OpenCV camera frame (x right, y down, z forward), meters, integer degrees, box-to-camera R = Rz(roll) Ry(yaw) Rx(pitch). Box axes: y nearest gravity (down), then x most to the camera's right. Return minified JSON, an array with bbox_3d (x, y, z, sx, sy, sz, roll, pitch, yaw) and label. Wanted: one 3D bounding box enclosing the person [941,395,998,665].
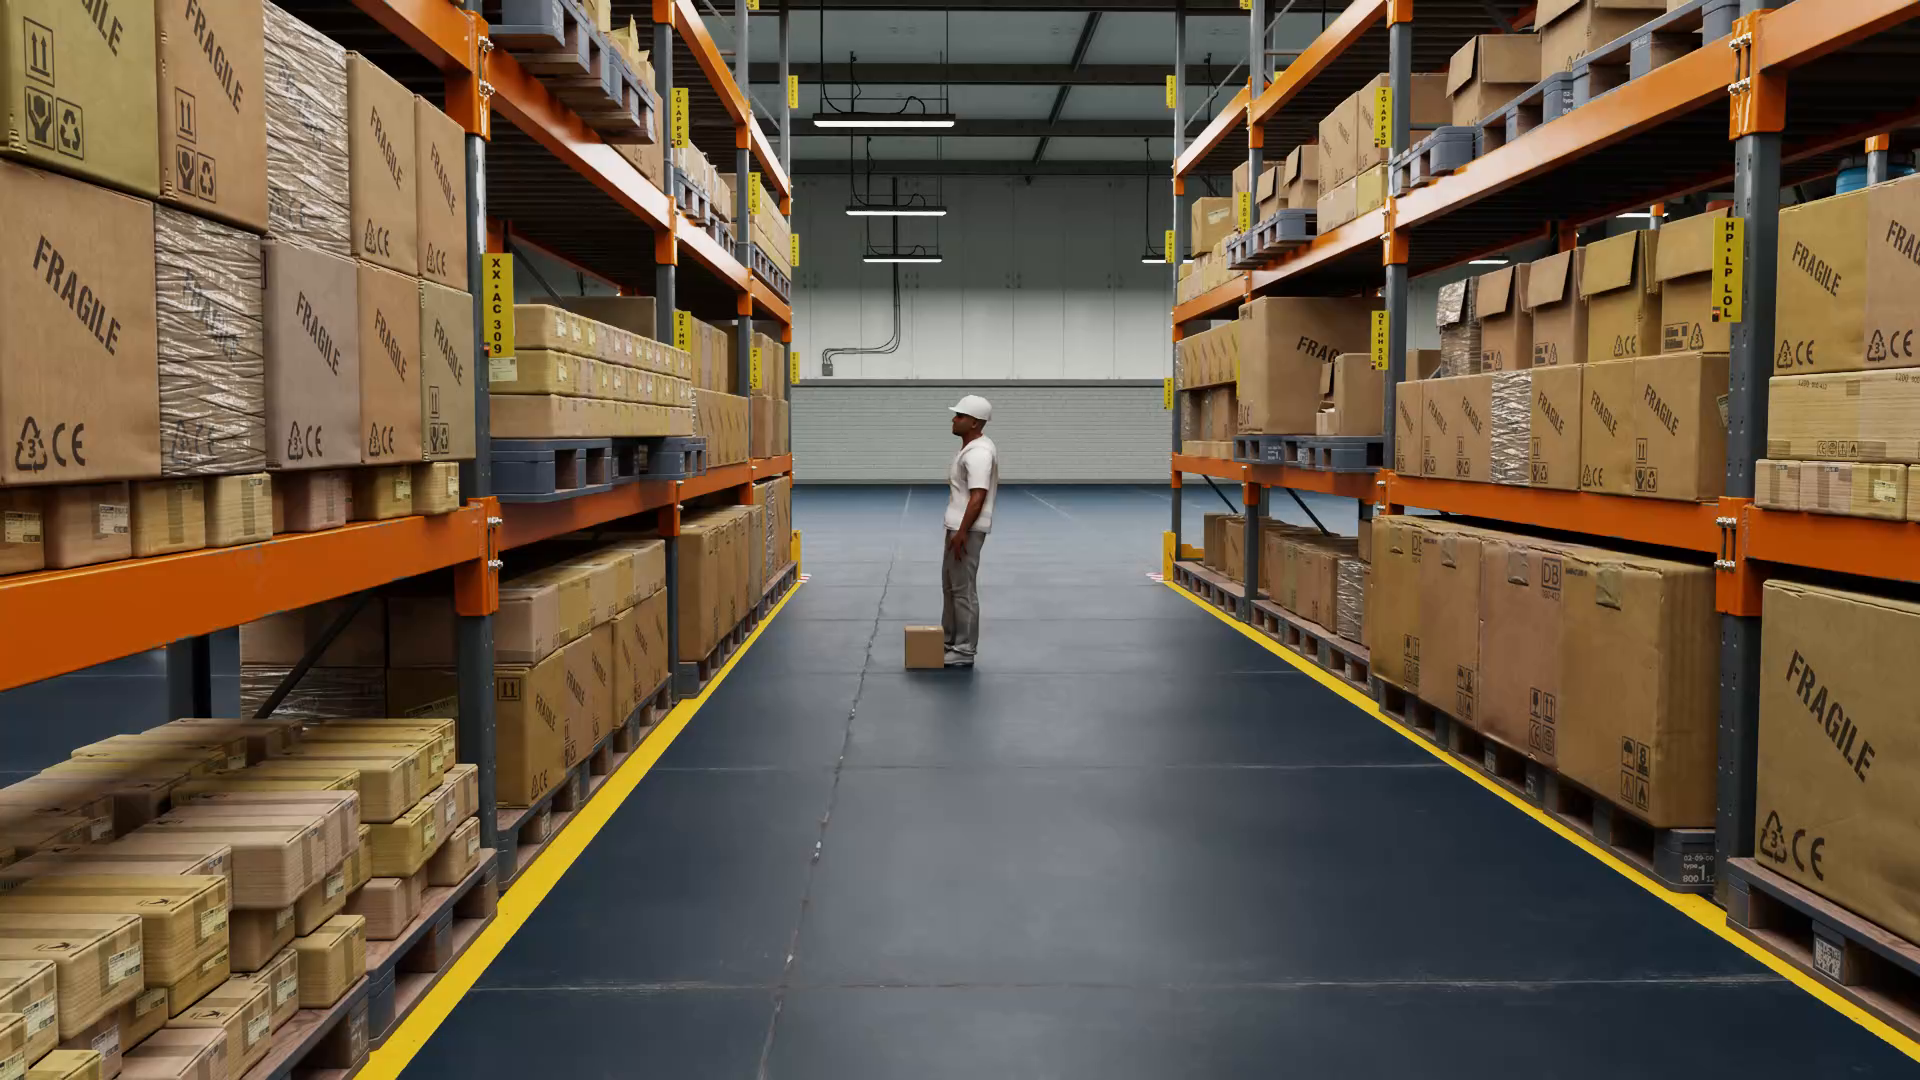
[{"bbox_3d":[-0.035,-0.064,10.908,0.577,1.765,0.666,0,4,-1],"label":"person"}]
